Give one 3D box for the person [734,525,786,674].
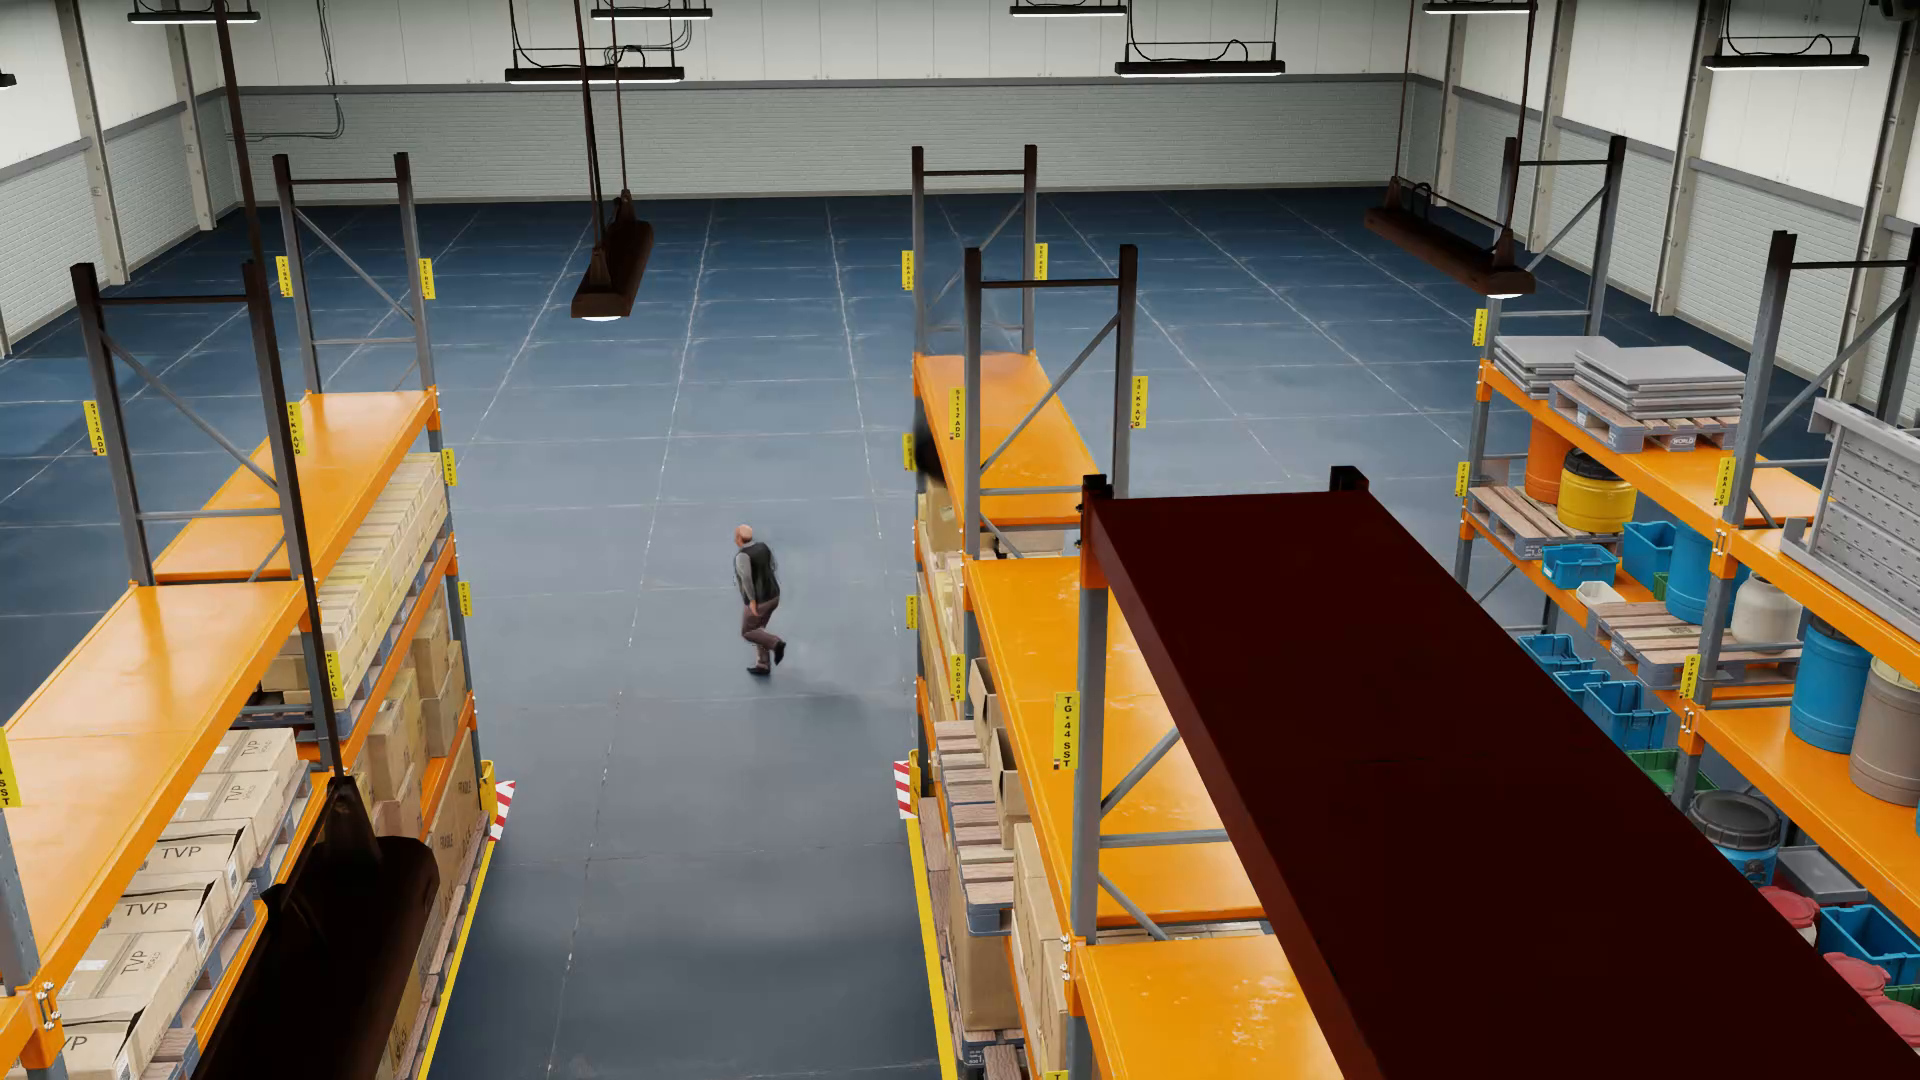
[{"bbox_3d":[-2.147,0.656,17.754,0.746,1.668,0.646,15,26,33],"label":"person"}]
